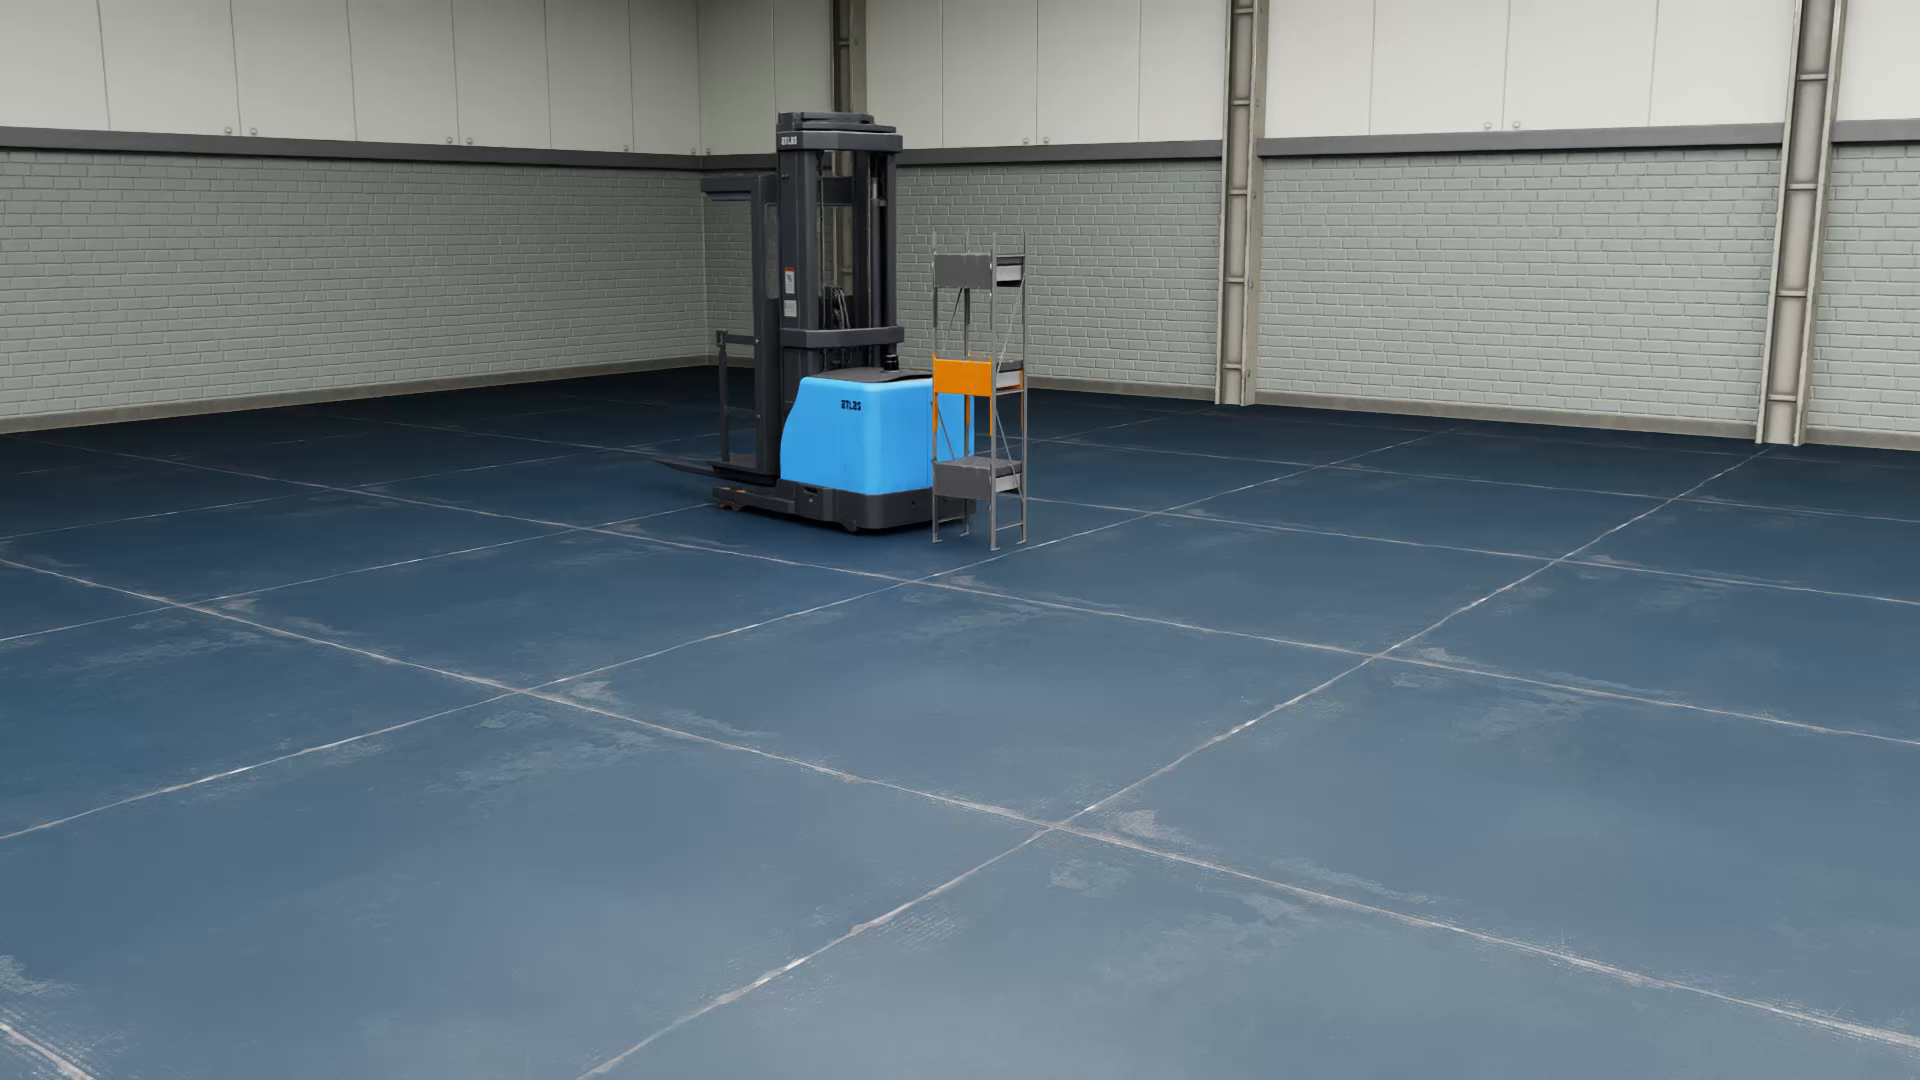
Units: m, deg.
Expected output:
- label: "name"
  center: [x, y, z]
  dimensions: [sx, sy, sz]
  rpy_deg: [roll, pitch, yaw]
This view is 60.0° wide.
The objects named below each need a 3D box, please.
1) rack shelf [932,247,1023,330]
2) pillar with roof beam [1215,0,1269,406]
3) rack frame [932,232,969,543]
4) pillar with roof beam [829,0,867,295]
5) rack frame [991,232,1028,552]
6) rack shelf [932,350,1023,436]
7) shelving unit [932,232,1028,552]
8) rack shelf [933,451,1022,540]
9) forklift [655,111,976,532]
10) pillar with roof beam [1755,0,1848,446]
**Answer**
- label: "rack shelf"
  center: [0.133, -1.686, 11.104]
  dimensions: [0.480, 0.518, 0.431]
  rpy_deg: [8, 13, 36]
- label: "pillar with roof beam"
  center: [0.764, -5.400, 15.750]
  dimensions: [0.400, 9.000, 9.100]
  rpy_deg: [8, 13, 36]
- label: "rack frame"
  center: [-0.063, -1.040, 11.376]
  dimensions: [0.015, 2.100, 0.400]
  rpy_deg: [8, 13, 36]
- label: "pillar with roof beam"
  center: [-4.072, -6.074, 19.237]
  dimensions: [0.400, 9.000, 9.100]
  rpy_deg: [8, 13, 36]
- label: "rack frame"
  center: [0.330, -0.985, 11.092]
  dimensions: [0.015, 2.100, 0.400]
  rpy_deg: [8, 13, 36]
- label: "rack shelf"
  center: [0.133, -0.999, 11.237]
  dimensions: [0.480, 0.518, 0.431]
  rpy_deg: [8, 13, 36]
- label: "shelving unit"
  center: [0.133, -1.012, 11.234]
  dimensions: [0.503, 2.100, 0.431]
  rpy_deg: [8, 13, 36]
- label: "rack shelf"
  center: [0.133, -0.312, 11.370]
  dimensions: [0.480, 0.518, 0.431]
  rpy_deg: [8, 13, 36]
- label: "forklift"
  center: [-1.254, -1.714, 12.672]
  dimensions: [1.130, 2.935, 3.031]
  rpy_deg: [-10, 15, -42]
- label: "pillar with roof beam"
  center: [5.600, -4.725, 12.263]
  dimensions: [0.400, 9.000, 9.100]
  rpy_deg: [8, 13, 36]
